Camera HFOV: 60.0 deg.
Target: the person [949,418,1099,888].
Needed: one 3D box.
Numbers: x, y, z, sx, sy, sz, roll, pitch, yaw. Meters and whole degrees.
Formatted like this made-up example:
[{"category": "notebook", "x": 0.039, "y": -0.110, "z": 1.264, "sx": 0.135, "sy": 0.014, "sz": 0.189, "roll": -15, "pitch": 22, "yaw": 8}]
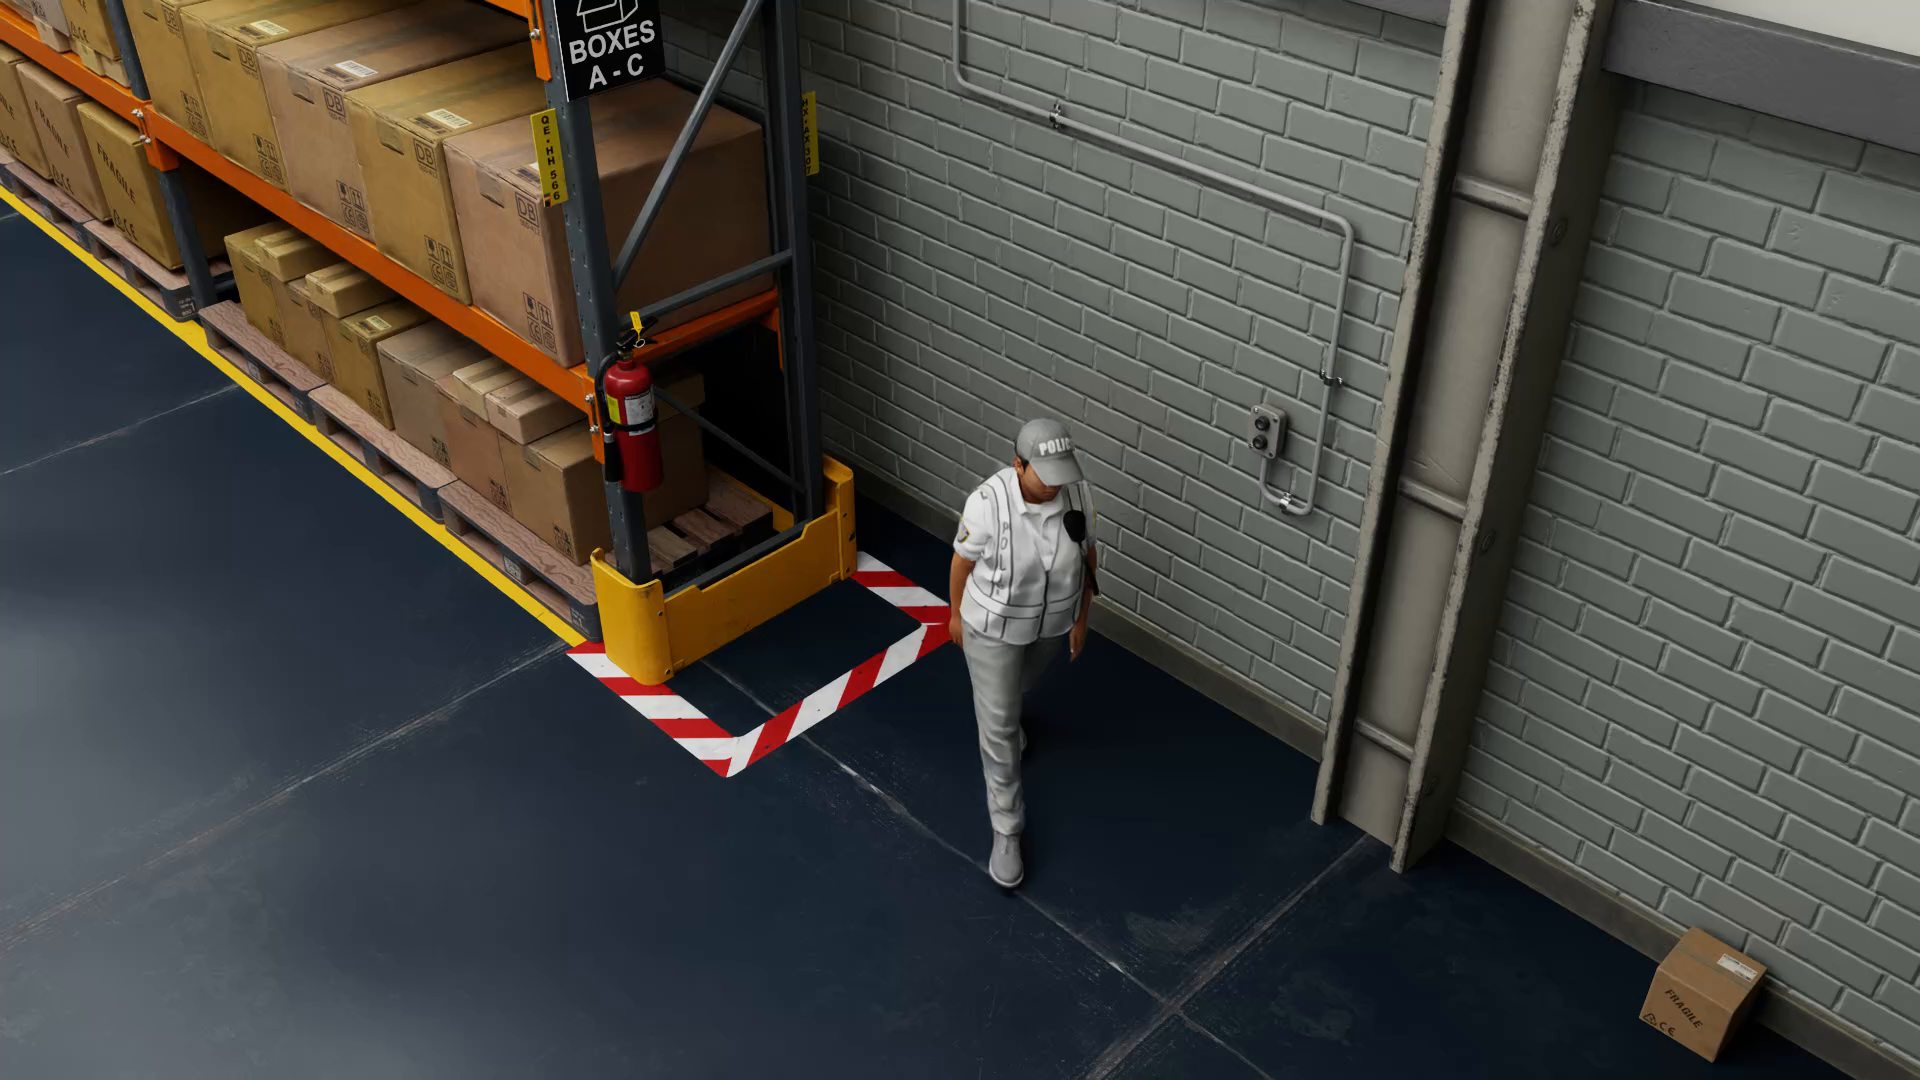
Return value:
[{"category": "person", "x": 0.214, "y": 0.278, "z": 5.733, "sx": 0.548, "sy": 1.614, "sz": 0.898, "roll": -14, "pitch": 38, "yaw": -19}]
